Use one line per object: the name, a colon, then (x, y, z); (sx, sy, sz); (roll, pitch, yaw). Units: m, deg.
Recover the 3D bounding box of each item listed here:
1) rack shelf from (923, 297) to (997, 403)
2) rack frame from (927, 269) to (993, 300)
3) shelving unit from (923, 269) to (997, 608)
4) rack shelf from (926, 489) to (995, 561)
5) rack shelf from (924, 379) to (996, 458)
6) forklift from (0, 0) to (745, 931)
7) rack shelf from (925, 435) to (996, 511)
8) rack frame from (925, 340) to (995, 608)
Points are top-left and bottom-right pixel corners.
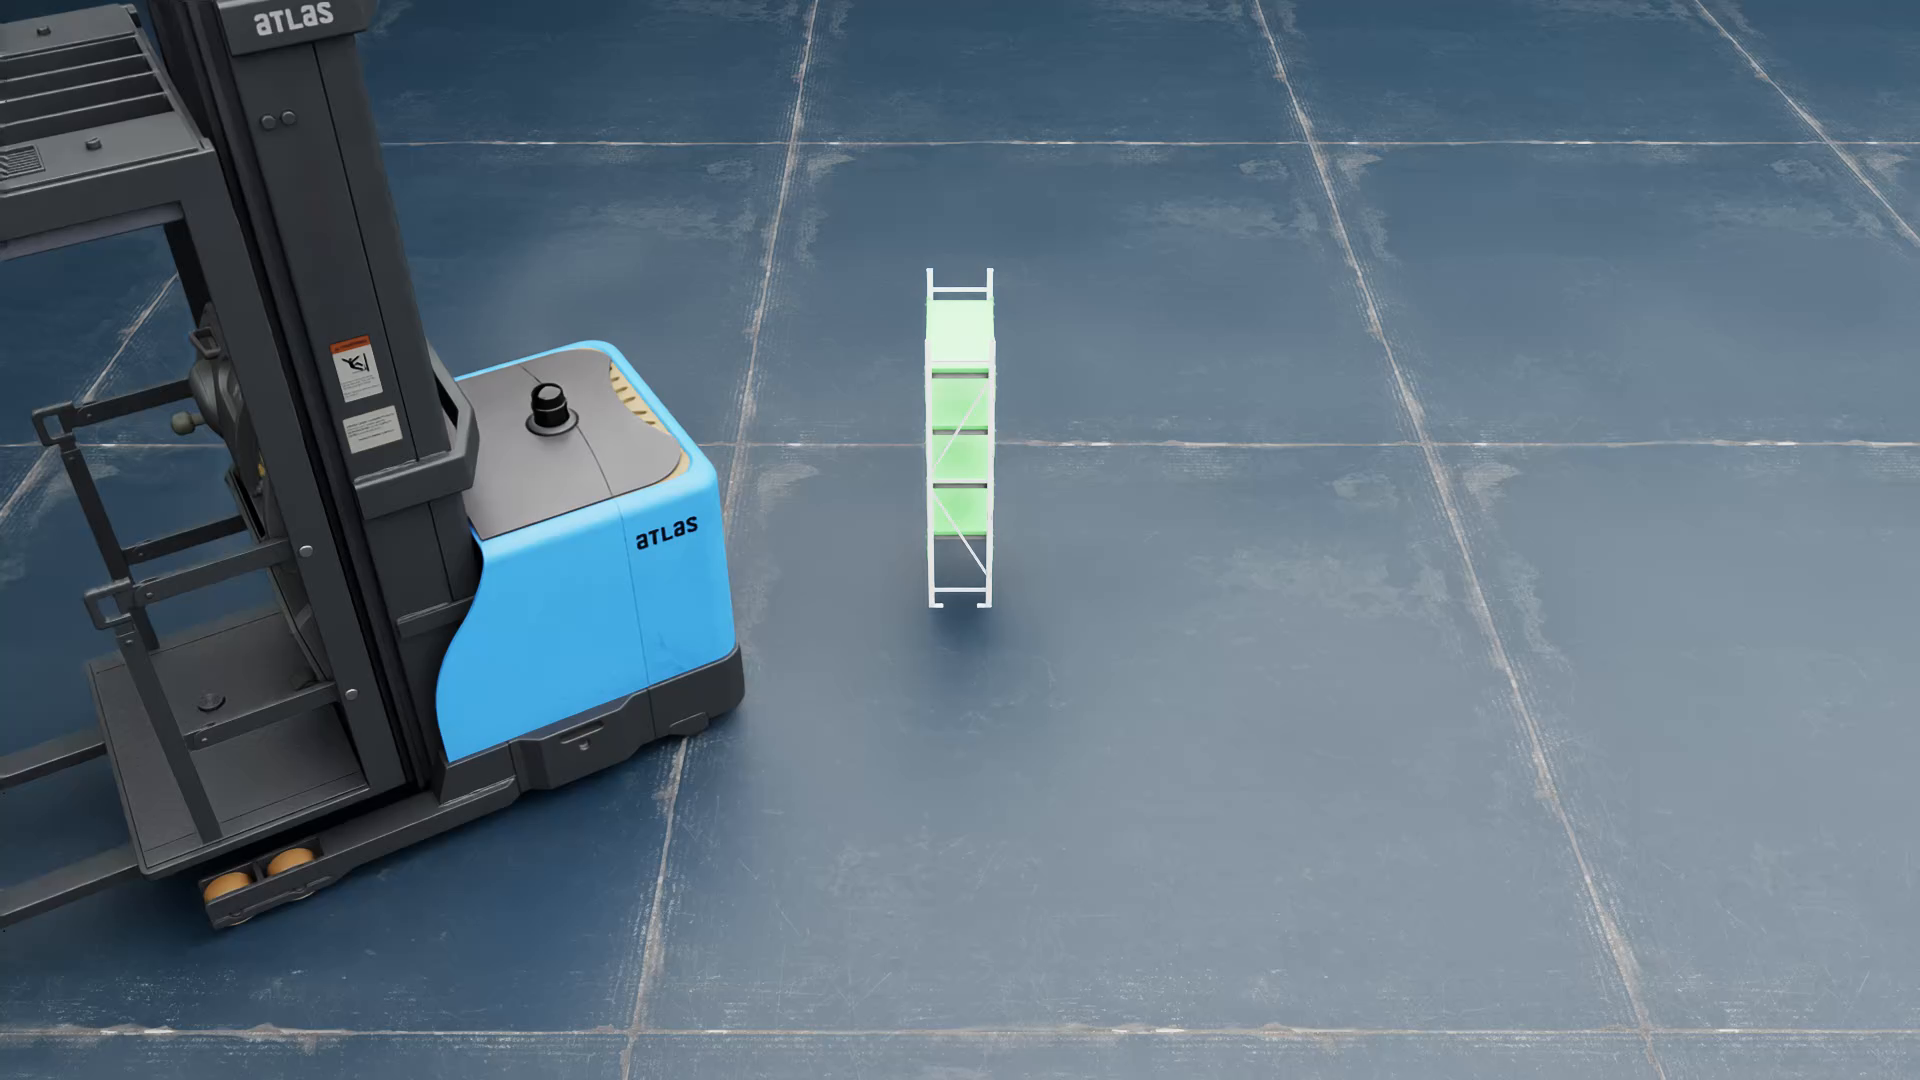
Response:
rack shelf: (0.000, -0.689, 5.985); (0.258, 0.148, 0.480); (0, 39, 0)
rack frame: (0.000, -0.517, 6.436); (0.240, 1.200, 0.015); (0, 39, 0)
shelving unit: (0.000, -0.365, 6.246); (0.258, 1.200, 0.503); (0, 39, 0)
rack shelf: (0.000, -0.128, 6.436); (0.258, 0.148, 0.480); (0, 39, 0)
rack shelf: (0.000, -0.502, 6.135); (0.258, 0.148, 0.480); (0, 39, 0)
forklift: (-2.298, -0.311, 4.795); (3.031, 2.935, 1.130); (-21, 43, -24)
rack shelf: (0.000, -0.315, 6.286); (0.258, 0.148, 0.480); (0, 39, 0)
rack frame: (0.000, -0.212, 6.055); (0.240, 1.200, 0.015); (0, 39, 0)
